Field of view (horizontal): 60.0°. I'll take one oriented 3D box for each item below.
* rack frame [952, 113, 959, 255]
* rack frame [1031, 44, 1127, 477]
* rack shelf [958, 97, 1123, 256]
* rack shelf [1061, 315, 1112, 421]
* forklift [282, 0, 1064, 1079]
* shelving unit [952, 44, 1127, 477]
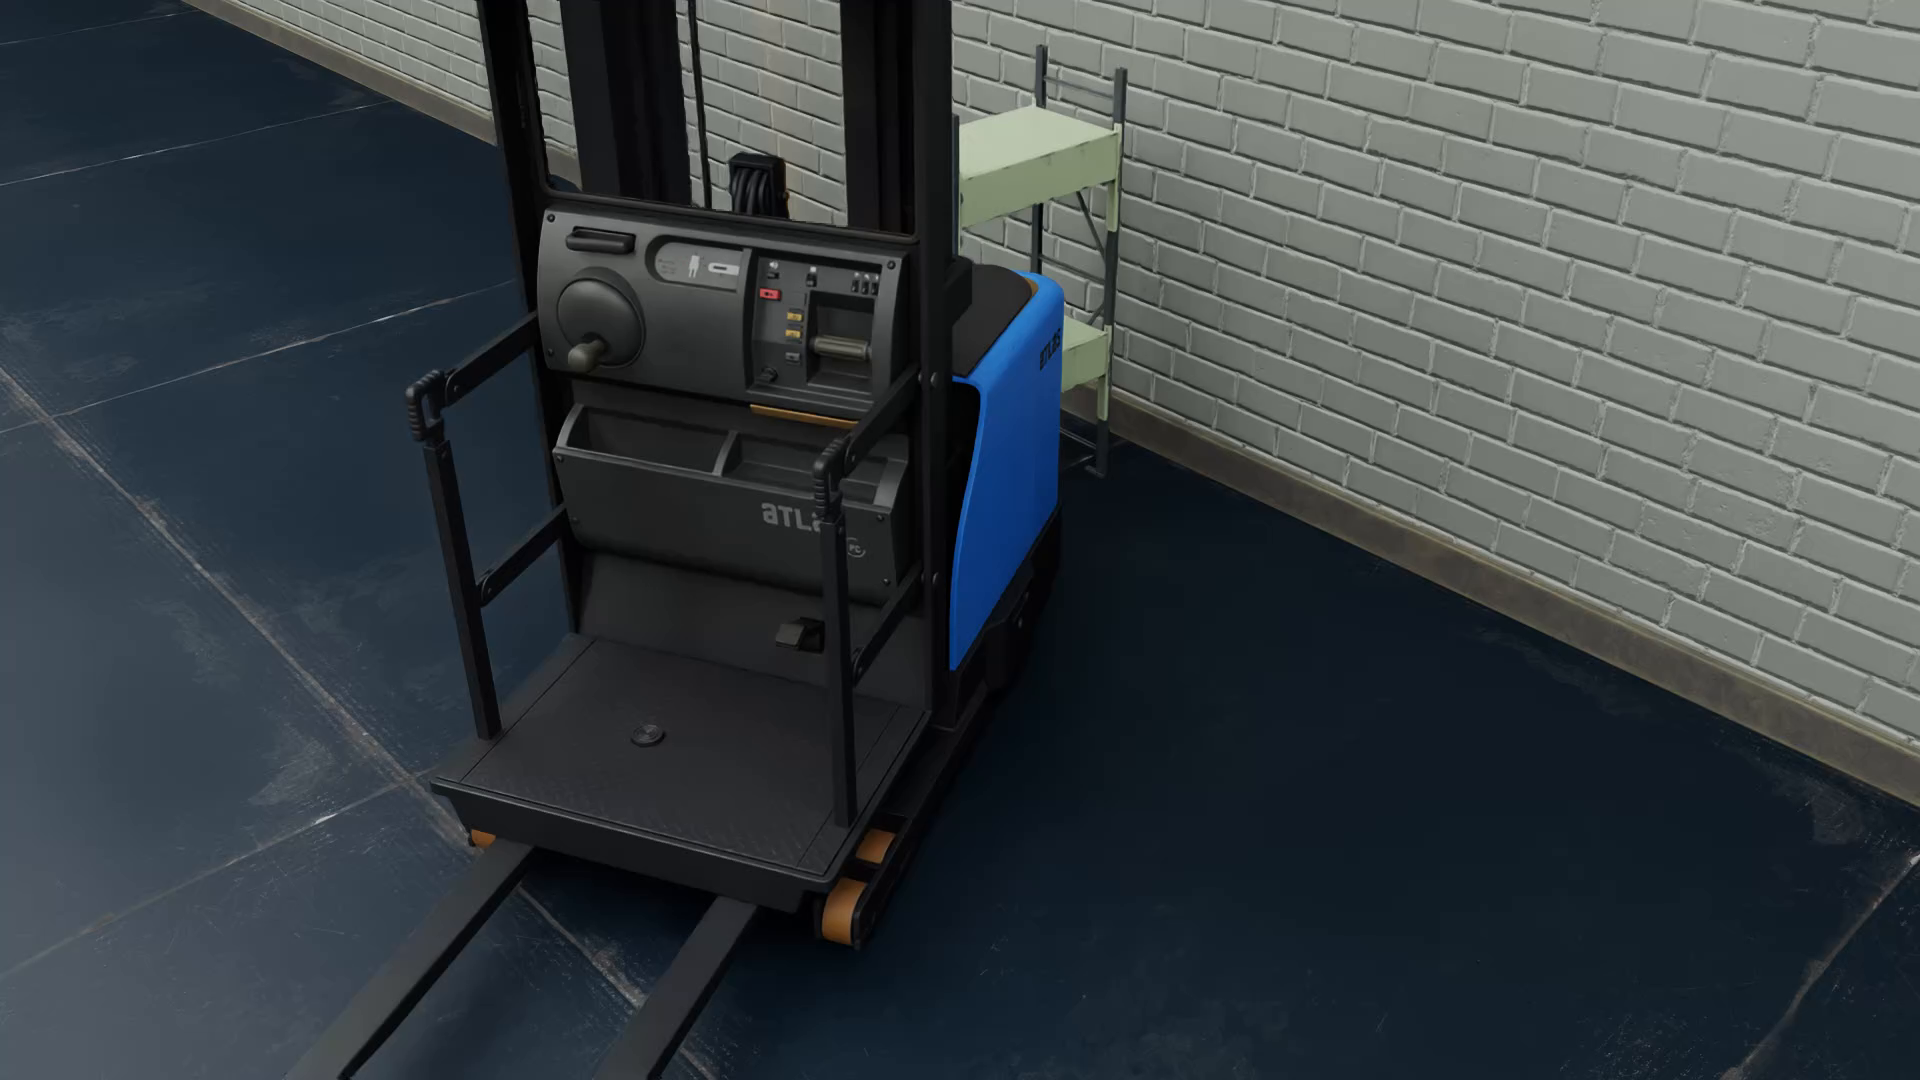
[{"bbox_3d":[-0.144,-0.694,5.447,0.023,1.500,0.400,-25,40,-35],"label":"rack frame"},{"bbox_3d":[0.397,-0.951,5.868,0.023,1.500,0.400,-25,40,-35],"label":"rack frame"},{"bbox_3d":[0.127,-1.156,5.454,0.720,0.370,0.431,-25,40,-35],"label":"rack shelf"},{"bbox_3d":[0.127,-0.544,5.828,0.720,0.370,0.431,-25,40,-35],"label":"rack shelf"},{"bbox_3d":[-0.648,-0.492,3.745,1.130,2.935,3.031,11,33,17],"label":"forklift"},{"bbox_3d":[0.127,-0.823,5.658,0.755,1.500,0.431,-25,40,-35],"label":"shelving unit"}]
